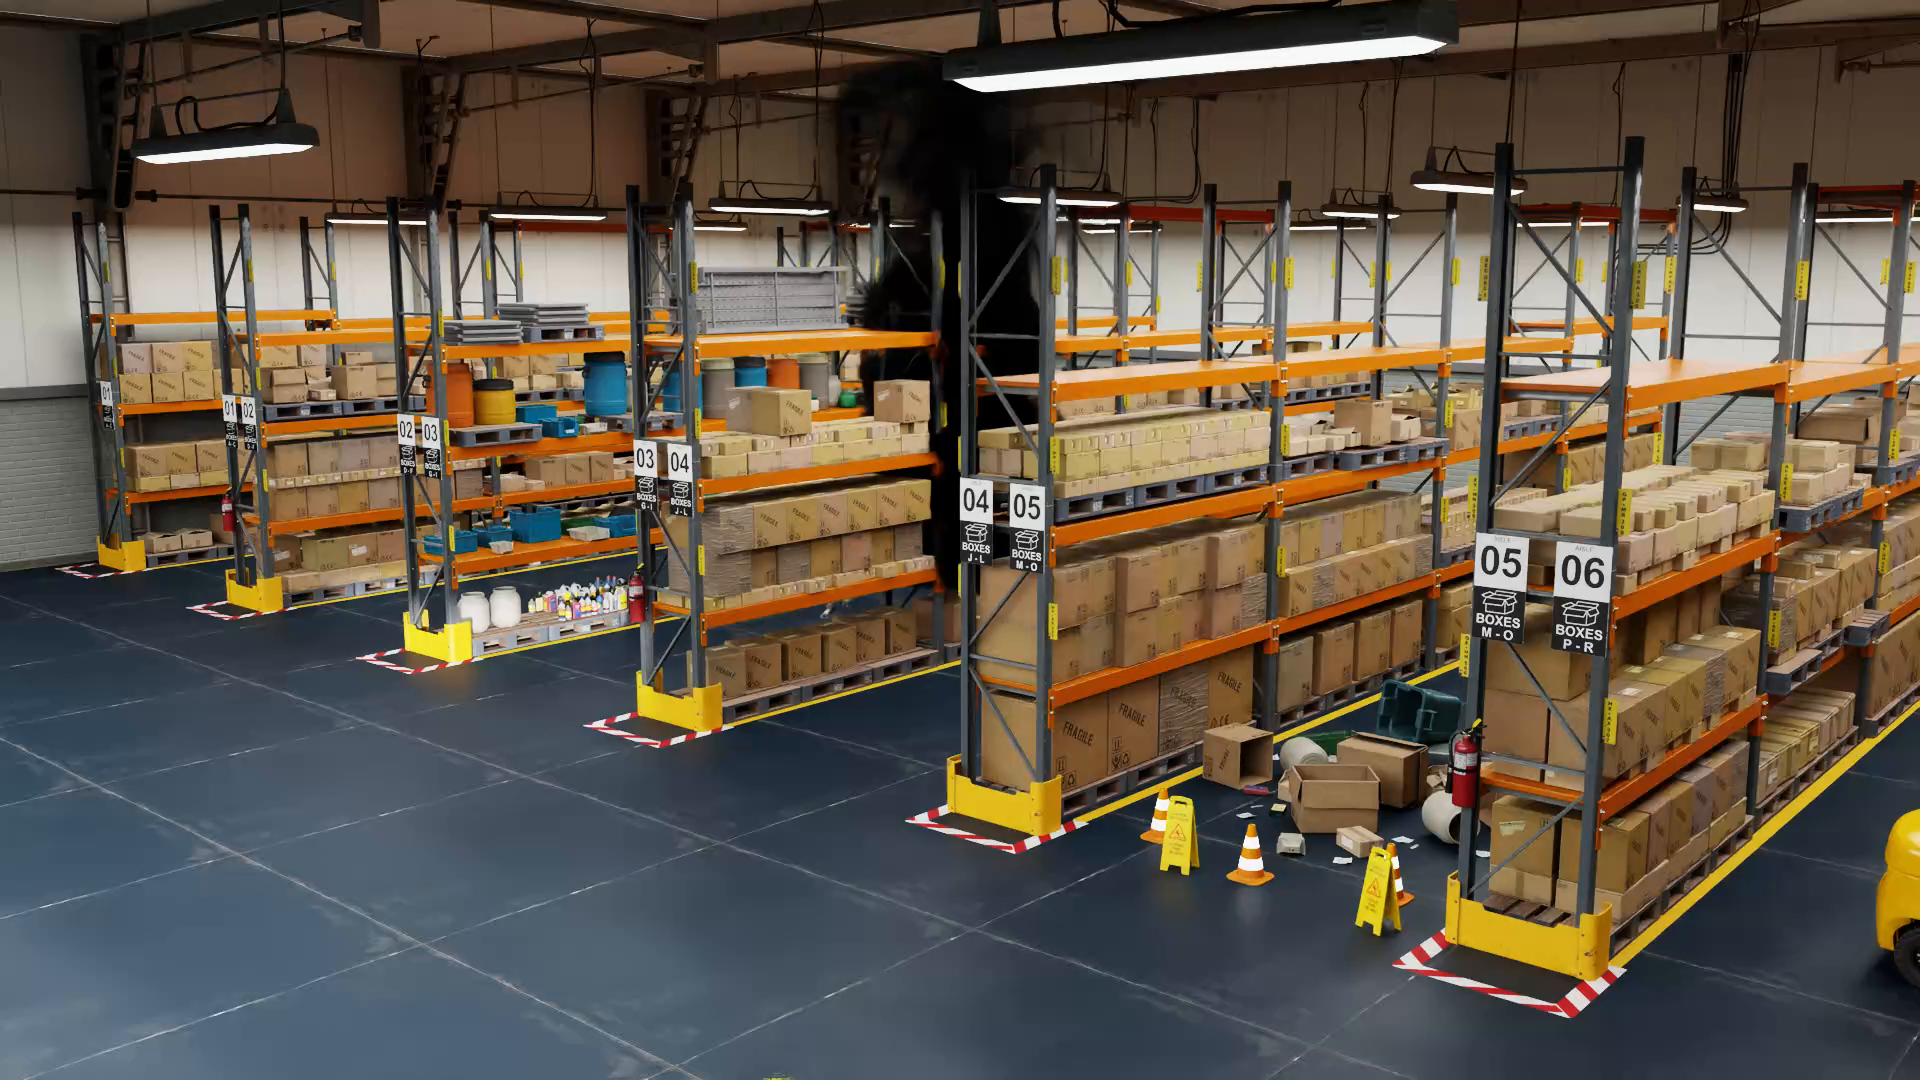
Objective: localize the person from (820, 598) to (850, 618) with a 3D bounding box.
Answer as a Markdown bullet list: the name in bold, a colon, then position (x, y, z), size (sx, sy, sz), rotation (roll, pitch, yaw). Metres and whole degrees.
- **person**: position (-1.724, 0.265, 23.199), size (0.547, 1.597, 0.678), rotation (7, 12, 35)
